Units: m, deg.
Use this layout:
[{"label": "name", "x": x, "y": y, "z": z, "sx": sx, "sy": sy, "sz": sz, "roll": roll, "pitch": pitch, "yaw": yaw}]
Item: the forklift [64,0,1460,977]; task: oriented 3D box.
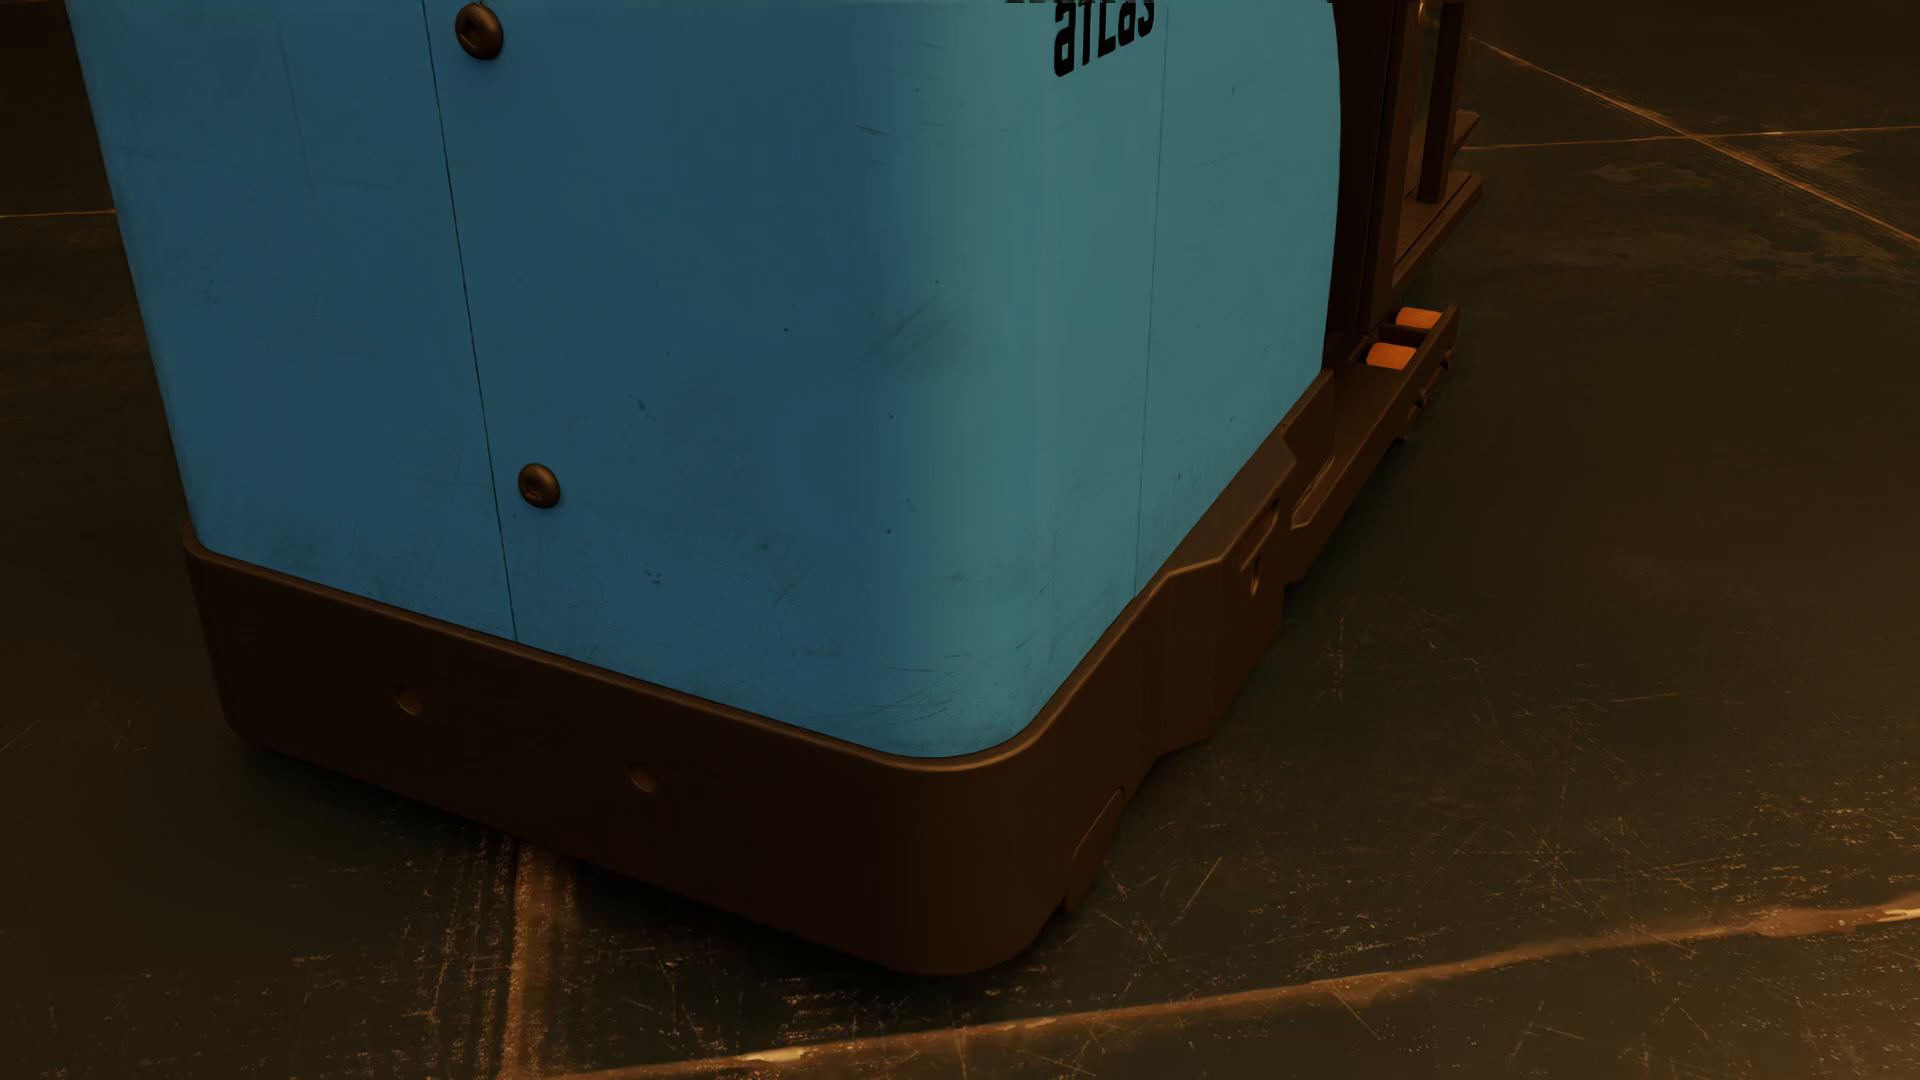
[{"label": "forklift", "x": 0.238, "y": -1.546, "z": 2.286, "sx": 1.130, "sy": 2.935, "sz": 3.031, "roll": 13, "pitch": 31, "yaw": 23}]
